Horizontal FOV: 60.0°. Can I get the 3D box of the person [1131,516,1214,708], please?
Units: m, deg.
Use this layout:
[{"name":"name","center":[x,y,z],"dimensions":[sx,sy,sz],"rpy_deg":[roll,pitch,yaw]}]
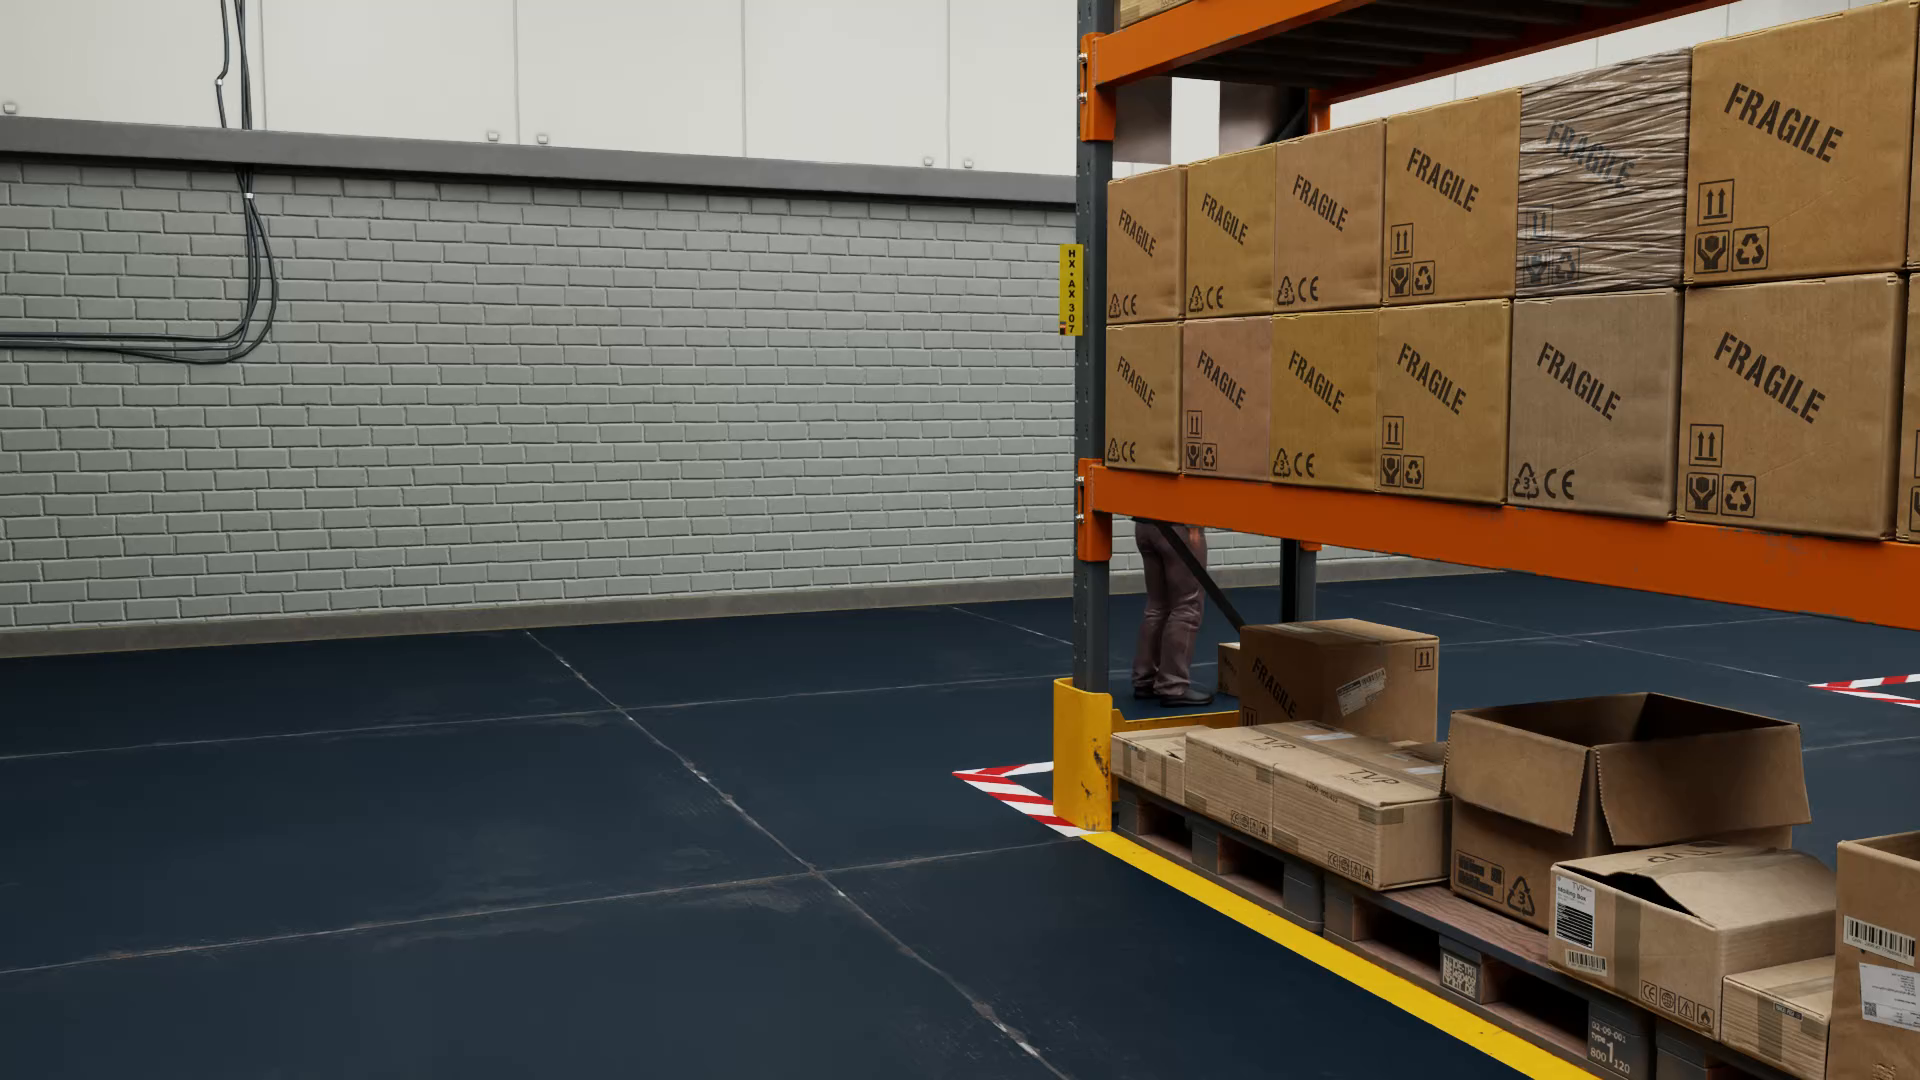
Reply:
[{"name":"person","center":[1.055,-0.035,8.361],"dimensions":[0.359,1.724,0.533],"rpy_deg":[-2,6,-23]}]
